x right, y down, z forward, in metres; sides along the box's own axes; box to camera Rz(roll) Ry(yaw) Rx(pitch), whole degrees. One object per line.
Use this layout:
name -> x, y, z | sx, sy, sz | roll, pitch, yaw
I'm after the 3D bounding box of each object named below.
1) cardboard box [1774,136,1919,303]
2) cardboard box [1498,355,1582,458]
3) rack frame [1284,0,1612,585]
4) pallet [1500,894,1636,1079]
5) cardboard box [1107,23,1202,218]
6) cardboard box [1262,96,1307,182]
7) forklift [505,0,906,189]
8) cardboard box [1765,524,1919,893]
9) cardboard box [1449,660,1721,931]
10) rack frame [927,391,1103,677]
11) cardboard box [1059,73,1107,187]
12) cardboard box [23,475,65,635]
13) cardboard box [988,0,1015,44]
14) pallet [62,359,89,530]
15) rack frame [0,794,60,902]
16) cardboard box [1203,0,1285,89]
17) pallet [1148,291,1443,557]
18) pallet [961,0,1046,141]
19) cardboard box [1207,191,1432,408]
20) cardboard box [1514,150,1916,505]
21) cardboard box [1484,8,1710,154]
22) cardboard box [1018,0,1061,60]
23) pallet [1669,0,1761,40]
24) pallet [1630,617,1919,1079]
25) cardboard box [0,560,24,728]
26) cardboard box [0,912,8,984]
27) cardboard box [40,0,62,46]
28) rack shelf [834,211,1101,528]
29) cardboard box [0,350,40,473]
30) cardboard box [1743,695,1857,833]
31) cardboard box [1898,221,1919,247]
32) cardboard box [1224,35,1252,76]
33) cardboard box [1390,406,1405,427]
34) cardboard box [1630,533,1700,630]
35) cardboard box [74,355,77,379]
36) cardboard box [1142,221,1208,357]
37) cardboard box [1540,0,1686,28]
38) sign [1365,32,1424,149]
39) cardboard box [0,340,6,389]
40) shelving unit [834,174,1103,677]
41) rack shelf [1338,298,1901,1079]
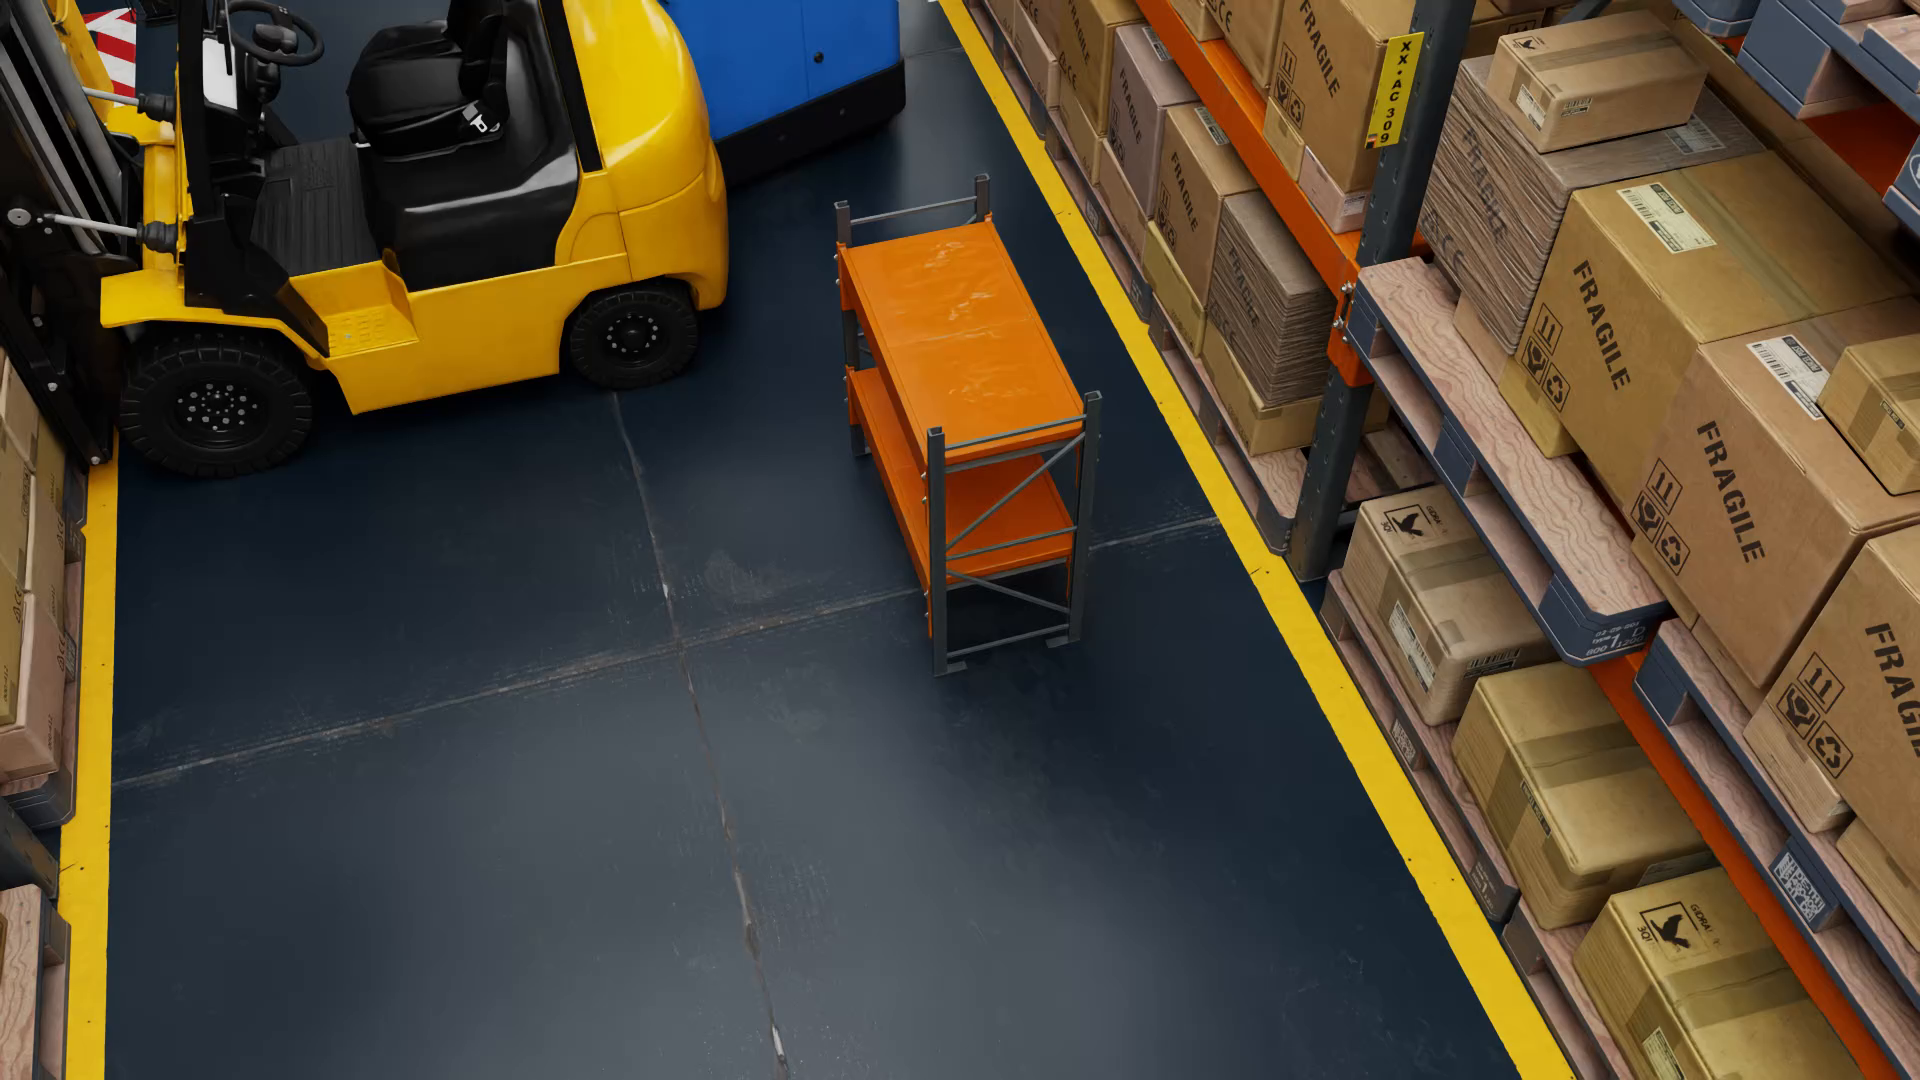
cardboard box -> 2.110, -0.588, 3.749 | 0.500, 0.500, 0.500 | -13, 51, -11
cardboard box -> 1.534, -0.367, 3.987 | 0.380, 0.149, 0.250 | -12, 51, -10
rack frame -> 1.607, -0.972, 4.608 | 1.000, 3.000, 0.127 | -13, 51, -11
pallet -> 2.203, 1.387, 4.442 | 1.003, 0.211, 1.213 | -13, 51, -11
cardboard box -> 0.871, -1.578, 6.152 | 0.500, 0.500, 0.500 | -11, 51, -9
cardboard box -> 1.140, -1.238, 4.996 | 0.380, 0.149, 0.250 | -12, 51, -10
forklift -> -1.520, -3.478, 6.765 | 1.130, 2.935, 3.031 | -30, 56, -23
cardboard box -> 1.915, 0.274, 3.022 | 0.500, 0.500, 0.500 | -15, 52, -12
cardboard box -> 1.980, 0.646, 4.687 | 0.950, 0.372, 0.625 | -10, 51, -9
rack frame -> 0.152, 0.014, 5.003 | 0.500, 1.125, 0.032 | -13, 51, -11
cardboard box -> 0.715, -1.721, 6.763 | 0.500, 0.250, 0.500 | -10, 51, -9
cardboard box -> -3.126, 0.108, 5.221 | 0.500, 0.250, 0.500 | -14, 51, -12
cardboard box -> 0.398, -2.491, 7.412 | 0.500, 0.250, 0.500 | -14, 51, -11
pallet -> -3.694, -0.431, 5.976 | 1.003, 0.211, 1.213 | -13, 51, -11
rack frame -> -3.134, 0.153, 3.659 | 1.000, 3.000, 0.127 | -13, 51, -11
cardboard box -> 1.079, -1.743, 4.998 | 0.500, 0.500, 0.500 | -12, 51, -10
pallet -> 1.374, -0.556, 6.081 | 1.003, 0.211, 1.213 | -13, 51, -11
pallet -> 0.653, -2.338, 7.583 | 1.003, 0.211, 1.213 | -13, 51, -11
cardboard box -> 1.175, -0.834, 5.525 | 0.500, 0.500, 0.500 | -14, 51, -11
cardboard box -> 1.620, -0.463, 3.644 | 0.500, 0.500, 0.500 | -13, 51, -11
cardboard box -> 1.408, -1.021, 3.690 | 0.380, 0.149, 0.250 | -14, 51, -11
cardboard box -> 0.564, -2.335, 6.790 | 0.500, 0.500, 0.500 | -15, 52, -12
pallet -> 1.687, -1.404, 3.132 | 1.213, 0.211, 1.003 | -13, 51, -11
pallet -> 2.165, 0.575, 3.429 | 1.003, 0.211, 1.213 | -13, 51, -11
cardboard box -> -2.982, 0.319, 4.716 | 0.500, 0.250, 0.500 | -14, 51, -11
cardboard box -> -2.969, 1.161, 4.088 | 0.875, 0.625, 0.625 | -11, 51, -9
cardboard box -> -3.874, -1.894, 6.582 | 0.500, 0.250, 0.500 | -14, 51, -11
rack shelf -> 0.002, -0.546, 5.092 | 0.538, 0.278, 1.000 | -13, 51, -11
cardboard box -> -3.271, -0.418, 5.337 | 0.500, 0.250, 0.500 | -14, 51, -11
cardboard box -> 1.827, 0.407, 3.335 | 0.380, 0.149, 0.250 | -12, 51, -10
cardboard box -> 2.175, -0.658, 3.384 | 0.380, 0.149, 0.250 | -15, 51, -12
cardboard box -> 1.077, -1.631, 5.327 | 0.380, 0.149, 0.250 | -14, 51, -11
cardboard box -> 1.690, -0.713, 5.913 | 0.500, 0.250, 0.500 | -15, 52, -13
cardboard box -> 1.727, 0.020, 3.661 | 0.380, 0.149, 0.250 | -13, 51, -10
cardboard box -> -3.424, -0.639, 5.851 | 0.500, 0.250, 0.500 | -12, 51, -10
cardboard box -> 1.008, -0.979, 6.137 | 0.500, 0.250, 0.500 | -15, 51, -12
cardboard box -> 1.743, -1.485, 4.780 | 0.500, 0.500, 0.500 | -13, 51, -11
sign -> 1.090, -1.123, 4.169 | 0.100, 0.325, 0.005 | -13, 51, -11
cardboard box -> -3.277, -0.579, 5.146 | 0.500, 0.250, 0.500 | -12, 51, -10
shelving unit -> 0.002, -0.358, 5.316 | 0.538, 1.125, 1.048 | -13, 51, -11
rack shelf -> 2.198, 0.720, 3.651 | 1.077, 0.370, 4.000 | -13, 51, -11
